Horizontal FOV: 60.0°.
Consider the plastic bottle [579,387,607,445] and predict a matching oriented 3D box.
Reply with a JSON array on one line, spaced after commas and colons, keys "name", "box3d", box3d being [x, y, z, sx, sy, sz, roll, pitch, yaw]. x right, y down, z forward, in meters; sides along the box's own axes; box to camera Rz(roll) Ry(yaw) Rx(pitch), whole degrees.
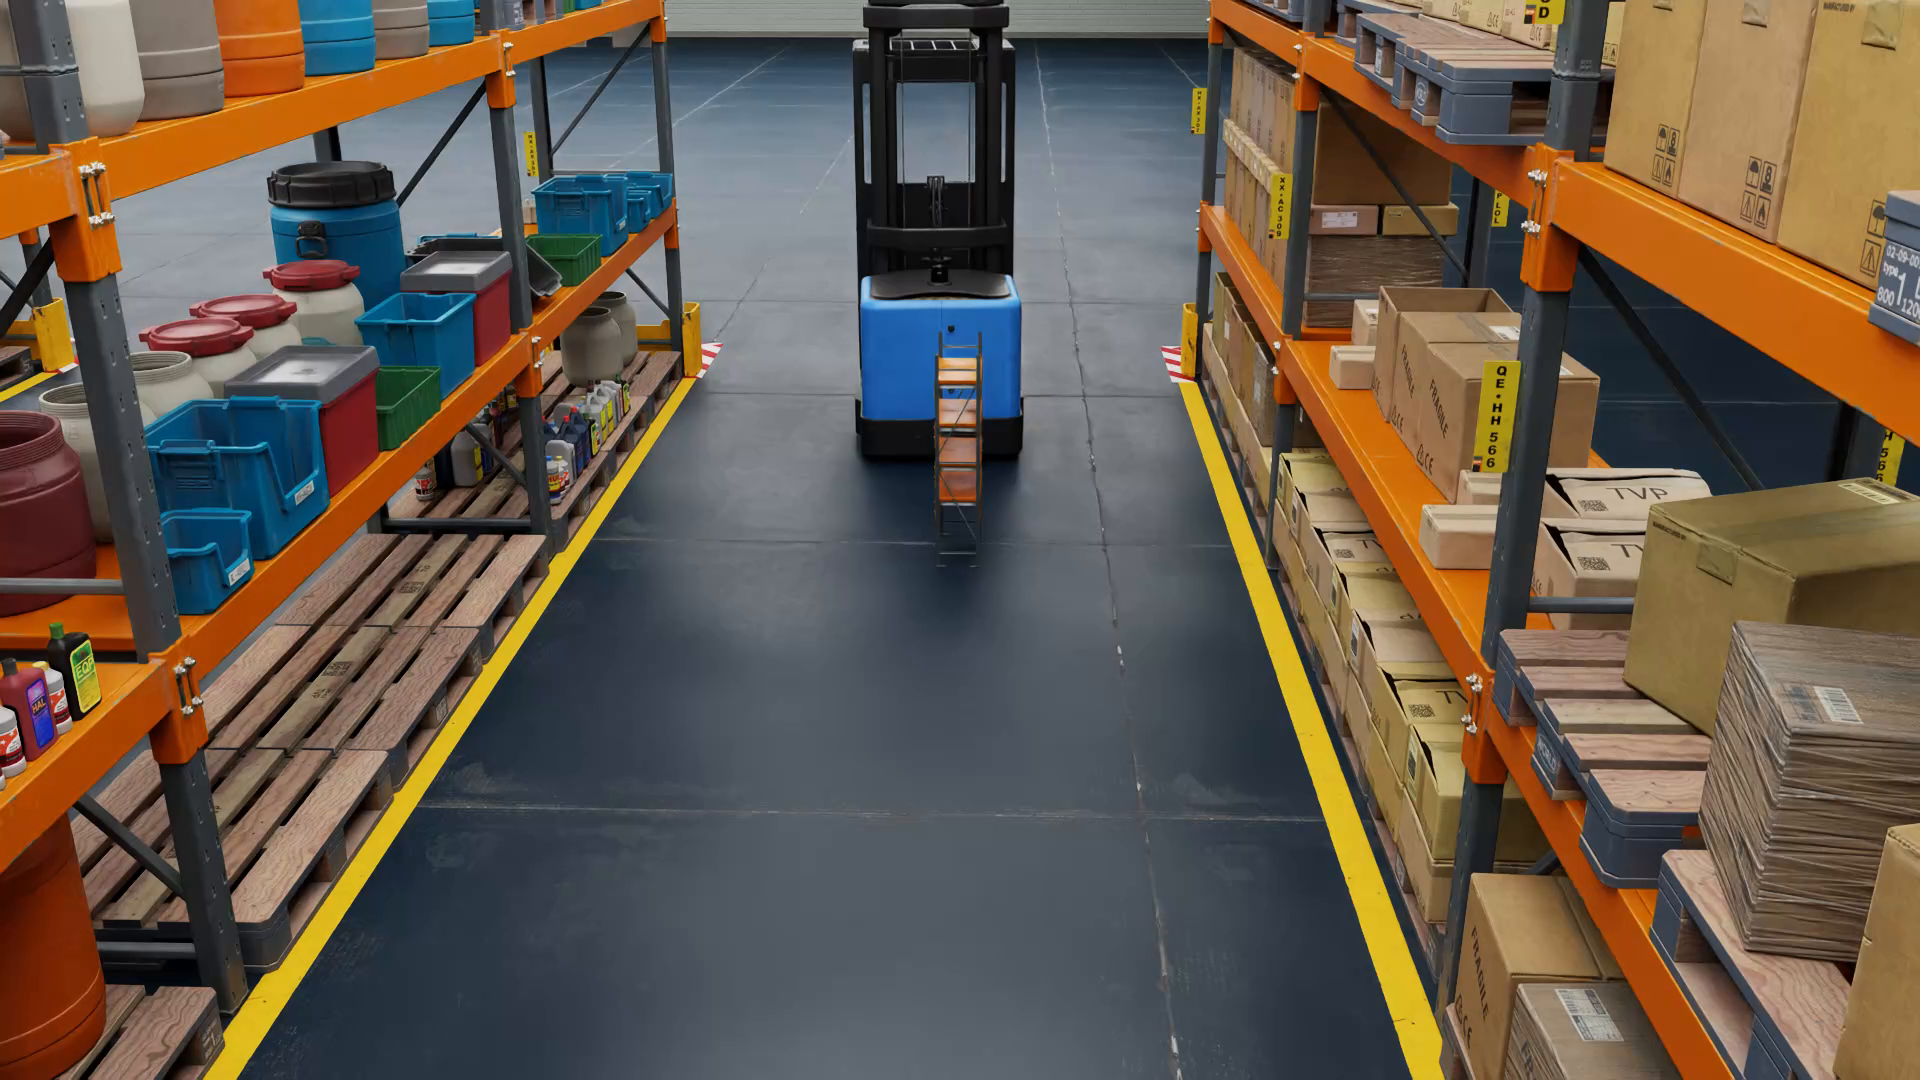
[{"name": "plastic bottle", "box3d": [-2.311, -0.781, 10.448, 0.144, 0.351, 0.185, 0, 21, 1]}]

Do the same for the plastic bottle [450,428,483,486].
[{"name": "plastic bottle", "box3d": [-2.894, -0.506, 9.740, 0.144, 0.351, 0.185, 1, 21, 2]}]

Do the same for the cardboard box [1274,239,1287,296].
[{"name": "cardboard box", "box3d": [2.198, -1.643, 9.479, 0.700, 0.500, 0.500, 0, 21, 1]}]

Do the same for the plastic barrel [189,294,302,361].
[{"name": "plastic barrel", "box3d": [-3.040, -0.756, 7.142, 0.433, 0.535, 0.433, 0, 21, 0]}]

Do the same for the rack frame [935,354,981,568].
[{"name": "rack frame", "box3d": [-0.012, -0.411, 8.930, 0.240, 1.200, 0.015, 1, 21, 2]}]

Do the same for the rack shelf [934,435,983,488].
[{"name": "rack shelf", "box3d": [-0.005, -0.437, 9.182, 0.258, 0.148, 0.480, 1, 21, 2]}]

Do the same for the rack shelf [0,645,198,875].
[{"name": "rack shelf", "box3d": [-2.952, 1.204, 3.275, 1.077, 0.370, 4.000, 1, 21, 2]}]

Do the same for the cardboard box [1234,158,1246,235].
[{"name": "cardboard box", "box3d": [2.265, -2.380, 11.377, 0.700, 0.500, 0.500, 1, 21, 3]}]

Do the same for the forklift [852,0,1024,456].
[{"name": "forklift", "box3d": [-0.185, -2.396, 11.653, 1.130, 2.935, 3.031, -1, 21, -3]}]

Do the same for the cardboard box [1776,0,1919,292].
[{"name": "cardboard box", "box3d": [2.049, -0.714, 2.937, 0.910, 0.500, 0.500, 1, 21, 2]}]

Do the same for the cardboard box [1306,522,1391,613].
[{"name": "cardboard box", "box3d": [1.885, 0.094, 7.585, 0.500, 0.311, 0.500, 0, 21, 0]}]

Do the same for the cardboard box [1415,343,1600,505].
[{"name": "cardboard box", "box3d": [2.095, -0.453, 6.411, 0.500, 0.500, 0.500, 0, 21, -1]}]

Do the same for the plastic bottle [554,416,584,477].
[{"name": "plastic bottle", "box3d": [-2.330, -0.559, 9.876, 0.144, 0.351, 0.185, 1, 21, 3]}]

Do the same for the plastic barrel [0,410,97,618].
[{"name": "plastic barrel", "box3d": [-3.180, -0.090, 5.425, 0.600, 0.536, 0.708, 1, 21, 2]}]

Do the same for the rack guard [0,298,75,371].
[{"name": "rack guard", "box3d": [-7.601, -1.609, 12.985, 1.175, 0.500, 0.348, 1, 21, 2]}]

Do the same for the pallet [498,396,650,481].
[{"name": "pallet", "box3d": [-2.673, -0.686, 11.005, 1.003, 0.211, 1.213, 1, 21, 2]}]

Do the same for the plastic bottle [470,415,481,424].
[{"name": "plastic bottle", "box3d": [-3.022, -0.694, 10.224, 0.144, 0.351, 0.185, 1, 21, 1]}]

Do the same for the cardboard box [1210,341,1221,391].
[{"name": "cardboard box", "box3d": [2.053, -1.233, 11.781, 0.500, 0.250, 0.500, 1, 21, 2]}]

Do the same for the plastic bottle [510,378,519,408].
[{"name": "plastic bottle", "box3d": [-3.014, -1.029, 11.197, 0.097, 0.271, 0.097, 0, 21, 0]}]

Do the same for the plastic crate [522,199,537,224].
[{"name": "plastic crate", "box3d": [-2.997, -2.305, 11.686, 0.298, 0.136, 0.250, 1, 21, 2]}]

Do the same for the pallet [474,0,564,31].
[{"name": "pallet", "box3d": [-2.845, -2.874, 8.903, 1.213, 0.211, 1.003, 1, 21, 2]}]

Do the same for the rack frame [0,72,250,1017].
[{"name": "rack frame", "box3d": [-2.891, 0.145, 5.008, 1.000, 3.000, 0.127, 1, 21, 2]}]

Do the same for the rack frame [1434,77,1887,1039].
[{"name": "rack frame", "box3d": [2.060, 0.201, 4.865, 1.000, 3.000, 0.127, 1, 21, 2]}]

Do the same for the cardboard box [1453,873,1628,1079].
[{"name": "cardboard box", "box3d": [1.760, 1.323, 4.821, 0.500, 0.500, 0.500, 2, 21, 4]}]

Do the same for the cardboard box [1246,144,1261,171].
[{"name": "cardboard box", "box3d": [2.039, -2.435, 10.624, 0.380, 0.149, 0.250, 0, 21, 1]}]

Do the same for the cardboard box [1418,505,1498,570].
[{"name": "cardboard box", "box3d": [1.811, -0.010, 5.756, 0.380, 0.149, 0.250, 1, 21, 2]}]

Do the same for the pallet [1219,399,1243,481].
[{"name": "pallet", "box3d": [2.282, -0.675, 10.976, 1.003, 0.211, 1.213, 1, 21, 2]}]

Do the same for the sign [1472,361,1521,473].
[{"name": "sign", "box3d": [1.505, -0.344, 4.668, 0.100, 0.325, 0.005, 1, 21, 2]}]

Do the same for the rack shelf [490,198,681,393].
[{"name": "rack shelf", "box3d": [-2.709, -1.689, 10.730, 1.077, 0.370, 4.000, 1, 21, 2]}]

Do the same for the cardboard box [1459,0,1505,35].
[{"name": "cardboard box", "box3d": [2.044, -1.885, 5.719, 0.500, 0.250, 0.500, 0, 21, 1]}]

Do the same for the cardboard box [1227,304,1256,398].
[{"name": "cardboard box", "box3d": [2.016, -1.221, 10.714, 0.500, 0.500, 0.500, 1, 21, 2]}]

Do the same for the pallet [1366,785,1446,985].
[{"name": "pallet", "box3d": [2.124, 1.204, 6.135, 1.003, 0.211, 1.213, 1, 21, 2]}]

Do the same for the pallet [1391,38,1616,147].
[{"name": "pallet", "box3d": [1.991, -1.356, 4.991, 1.213, 0.211, 1.003, 2, 21, 4]}]

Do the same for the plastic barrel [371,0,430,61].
[{"name": "plastic barrel", "box3d": [-2.588, -2.511, 7.013, 0.600, 0.901, 0.600, 0, 21, 0]}]

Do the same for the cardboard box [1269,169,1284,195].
[{"name": "cardboard box", "box3d": [2.008, -2.063, 9.664, 0.380, 0.149, 0.250, 1, 21, 1]}]

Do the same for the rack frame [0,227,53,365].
[{"name": "rack frame", "box3d": [-7.598, -2.802, 12.604, 1.000, 3.000, 0.127, 1, 21, 2]}]

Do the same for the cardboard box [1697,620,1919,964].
[{"name": "cardboard box", "box3d": [1.935, 0.516, 3.334, 0.700, 0.500, 0.500, 5, 22, 12]}]

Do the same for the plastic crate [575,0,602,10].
[{"name": "plastic crate", "box3d": [-2.405, -3.446, 10.138, 0.392, 0.384, 0.575, 1, 21, 2]}]

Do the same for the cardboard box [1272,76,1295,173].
[{"name": "cardboard box", "box3d": [2.219, -2.421, 9.690, 0.700, 0.500, 0.500, 1, 21, 2]}]

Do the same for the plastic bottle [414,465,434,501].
[{"name": "plastic bottle", "box3d": [-3.070, -0.336, 9.509, 0.097, 0.201, 0.097, 0, 21, 0]}]

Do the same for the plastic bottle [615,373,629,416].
[{"name": "plastic bottle", "box3d": [-2.251, -0.975, 11.042, 0.061, 0.283, 0.133, 1, 21, 3]}]

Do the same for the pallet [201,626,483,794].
[{"name": "pallet", "box3d": [-2.789, 0.725, 7.368, 1.003, 0.211, 1.213, 1, 21, 2]}]

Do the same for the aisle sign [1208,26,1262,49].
[{"name": "aisle sign", "box3d": [1.999, -3.931, 11.919, 0.394, 0.787, 0.004, 1, 21, 2]}]

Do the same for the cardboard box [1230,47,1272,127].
[{"name": "cardboard box", "box3d": [2.275, -3.155, 11.583, 0.700, 0.500, 0.500, 1, 21, 2]}]

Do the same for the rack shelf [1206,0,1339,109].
[{"name": "rack shelf", "box3d": [2.242, -3.032, 10.043, 1.077, 0.370, 4.000, 1, 21, 2]}]

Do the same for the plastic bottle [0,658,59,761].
[{"name": "plastic bottle", "box3d": [-2.484, 0.434, 4.425, 0.061, 0.283, 0.133, 1, 21, 2]}]

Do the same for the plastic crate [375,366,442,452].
[{"name": "plastic crate", "box3d": [-2.540, -0.570, 7.143, 0.450, 0.188, 0.662, 1, 21, 2]}]

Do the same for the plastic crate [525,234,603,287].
[{"name": "plastic crate", "box3d": [-2.446, -1.690, 10.031, 0.450, 0.188, 0.662, 1, 21, 2]}]

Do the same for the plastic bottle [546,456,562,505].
[{"name": "plastic bottle", "box3d": [-2.322, -0.345, 9.434, 0.097, 0.271, 0.097, 0, 21, 0]}]

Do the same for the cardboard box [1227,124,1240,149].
[{"name": "cardboard box", "box3d": [2.071, -2.806, 11.578, 0.380, 0.149, 0.250, 0, 21, 0]}]

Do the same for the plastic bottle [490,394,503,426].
[{"name": "plastic bottle", "box3d": [-3.028, -0.868, 10.784, 0.097, 0.271, 0.097, 0, 21, 0]}]

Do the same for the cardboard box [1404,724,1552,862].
[{"name": "cardboard box", "box3d": [1.830, 0.833, 5.680, 0.500, 0.311, 0.500, 1, 21, 3]}]

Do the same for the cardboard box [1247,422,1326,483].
[{"name": "cardboard box", "box3d": [2.002, -0.510, 9.917, 0.500, 0.250, 0.500, 1, 21, 2]}]

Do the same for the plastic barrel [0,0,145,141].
[{"name": "plastic barrel", "box3d": [-2.575, -1.414, 4.726, 0.421, 0.512, 0.421, 0, 21, 0]}]

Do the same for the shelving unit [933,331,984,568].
[{"name": "shelving unit", "box3d": [-0.005, -0.500, 9.158, 0.258, 1.200, 0.503, 1, 21, 2]}]

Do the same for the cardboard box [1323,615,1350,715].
[{"name": "cardboard box", "box3d": [1.875, 0.540, 7.211, 0.500, 0.250, 0.500, 1, 21, 3]}]

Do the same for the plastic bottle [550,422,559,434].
[{"name": "plastic bottle", "box3d": [-2.446, -0.575, 10.029, 0.097, 0.271, 0.097, 0, 21, 0]}]
